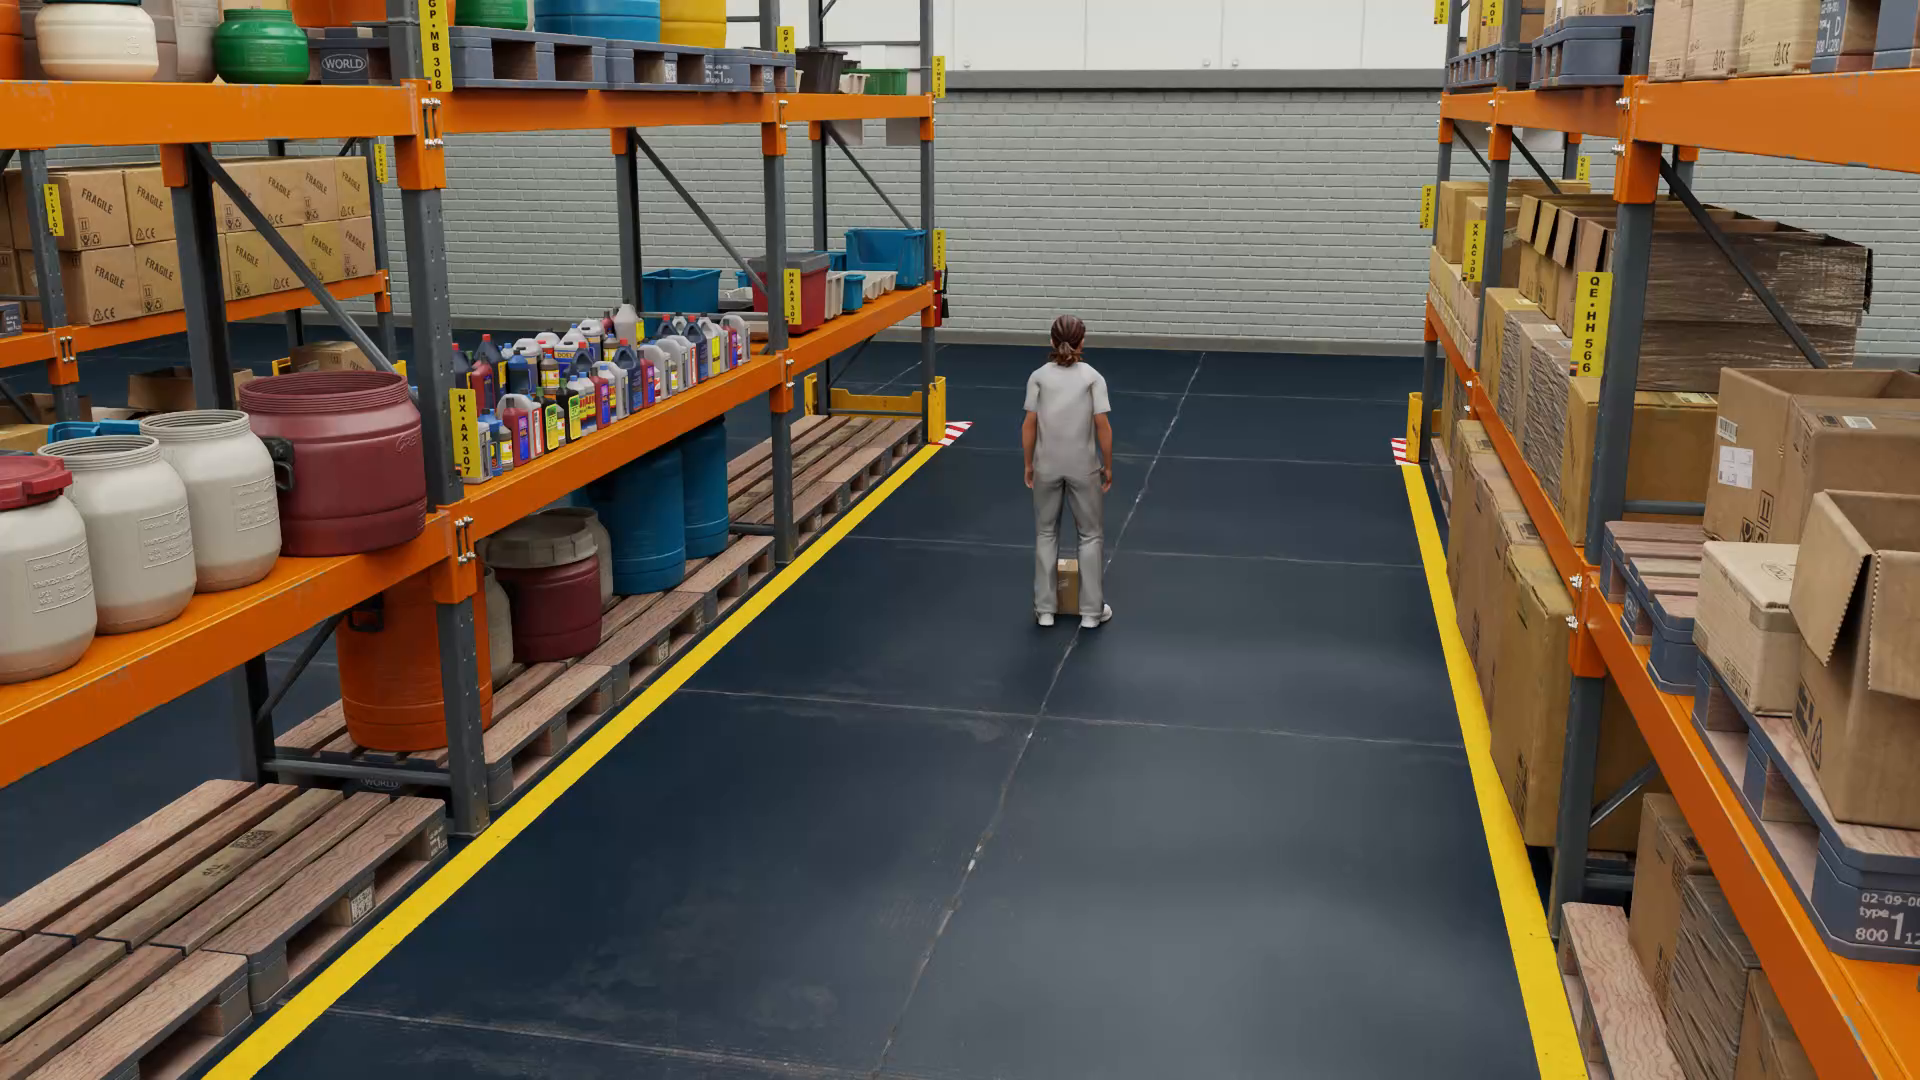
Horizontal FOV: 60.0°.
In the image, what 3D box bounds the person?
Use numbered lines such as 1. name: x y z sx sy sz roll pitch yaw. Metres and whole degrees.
1. person: 0.574 -0.365 8.903 0.487 1.673 0.356 3 15 12
